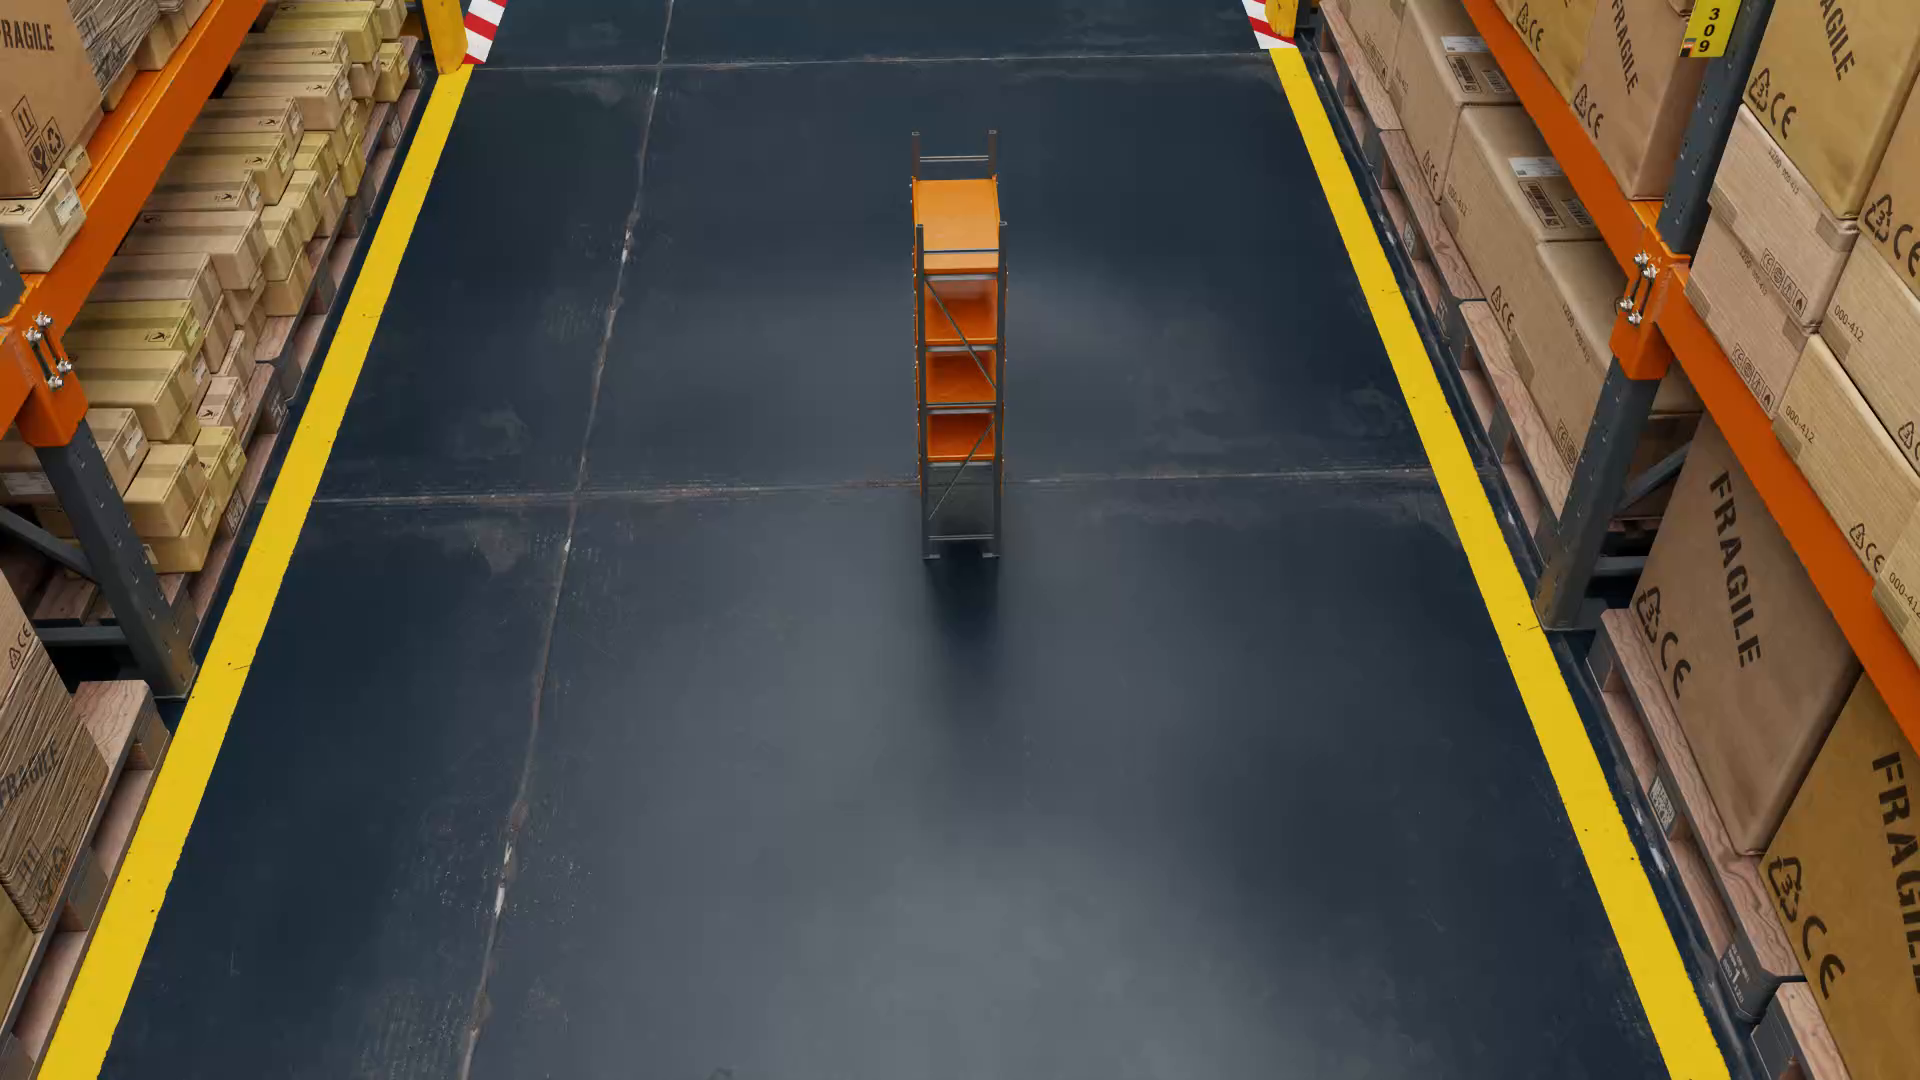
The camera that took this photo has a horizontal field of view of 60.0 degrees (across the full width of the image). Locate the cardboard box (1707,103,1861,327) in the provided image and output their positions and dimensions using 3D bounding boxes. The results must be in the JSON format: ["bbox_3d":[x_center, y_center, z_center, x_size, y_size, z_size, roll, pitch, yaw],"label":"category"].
[{"bbox_3d":[1.969,-0.708,3.543,0.500,0.250,0.500,-3,43,-3],"label":"cardboard box"}]

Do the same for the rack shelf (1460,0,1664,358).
[{"bbox_3d":[2.147,-1.969,5.711,1.077,0.370,4.000,-2,43,-2],"label":"rack shelf"}]

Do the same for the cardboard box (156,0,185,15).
[{"bbox_3d":[-2.492,-1.837,4.740,0.500,0.500,0.500,-2,43,-3],"label":"cardboard box"}]

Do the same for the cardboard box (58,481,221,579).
[{"bbox_3d":[-2.404,-0.033,4.865,0.380,0.149,0.250,-3,43,-4],"label":"cardboard box"}]

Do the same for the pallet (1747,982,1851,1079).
[{"bbox_3d":[2.395,1.488,3.470,1.003,0.211,1.213,-2,43,-2],"label":"pallet"}]

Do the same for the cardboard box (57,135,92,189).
[{"bbox_3d":[-2.480,-0.954,4.257,0.380,0.149,0.250,0,43,-1],"label":"cardboard box"}]

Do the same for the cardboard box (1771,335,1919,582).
[{"bbox_3d":[2.010,-0.175,3.332,0.500,0.250,0.500,-3,43,-3],"label":"cardboard box"}]

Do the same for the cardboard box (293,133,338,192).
[{"bbox_3d":[-2.521,-1.366,6.099,0.380,0.149,0.250,0,43,0],"label":"cardboard box"}]

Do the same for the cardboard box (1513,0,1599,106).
[{"bbox_3d":[1.929,-1.574,4.673,0.500,0.500,0.500,-3,43,-3],"label":"cardboard box"}]

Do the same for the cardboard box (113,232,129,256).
[{"bbox_3d":[-3.028,-0.979,5.677,0.380,0.149,0.250,-4,43,-4],"label":"cardboard box"}]

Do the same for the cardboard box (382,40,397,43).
[{"bbox_3d":[-2.649,-2.129,7.151,0.380,0.149,0.250,-1,43,-1],"label":"cardboard box"}]

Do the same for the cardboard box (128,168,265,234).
[{"bbox_3d":[-2.587,-1.124,5.615,0.380,0.149,0.250,-3,43,-4],"label":"cardboard box"}]

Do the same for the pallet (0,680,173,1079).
[{"bbox_3d":[-2.675,0.880,4.134,1.003,0.211,1.213,-2,43,-2],"label":"pallet"}]

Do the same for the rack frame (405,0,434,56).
[{"bbox_3d":[-2.879,-3.374,6.711,1.000,3.000,0.127,-2,43,-2],"label":"rack frame"}]

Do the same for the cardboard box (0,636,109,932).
[{"bbox_3d":[-2.426,0.585,3.931,0.500,0.500,0.500,-2,43,-3],"label":"cardboard box"}]

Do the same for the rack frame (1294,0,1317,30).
[{"bbox_3d":[2.062,-3.584,6.941,1.000,3.000,0.127,-2,43,-2],"label":"rack frame"}]

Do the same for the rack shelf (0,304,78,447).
[{"bbox_3d":[-2.625,0.942,2.535,1.077,0.370,4.000,-2,43,-2],"label":"rack shelf"}]

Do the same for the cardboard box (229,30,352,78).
[{"bbox_3d":[-2.565,-1.828,6.383,0.380,0.149,0.250,-3,43,-4],"label":"cardboard box"}]

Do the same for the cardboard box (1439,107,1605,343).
[{"bbox_3d":[2.274,-1.126,5.843,0.875,0.438,0.875,-3,43,-3],"label":"cardboard box"}]

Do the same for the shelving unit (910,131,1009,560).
[{"bbox_3d":[-0.007,-0.554,4.966,0.258,1.200,0.503,-2,43,-2],"label":"shelving unit"}]

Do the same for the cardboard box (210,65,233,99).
[{"bbox_3d":[-3.060,-1.877,6.657,0.380,0.149,0.250,-1,43,-1],"label":"cardboard box"}]

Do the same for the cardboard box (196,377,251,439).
[{"bbox_3d":[-2.478,-0.379,5.242,0.380,0.149,0.250,-2,43,-2],"label":"cardboard box"}]

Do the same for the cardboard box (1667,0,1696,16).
[{"bbox_3d":[1.936,-1.600,3.962,0.500,0.500,0.500,-2,43,-2],"label":"cardboard box"}]

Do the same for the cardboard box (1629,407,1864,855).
[{"bbox_3d":[2.338,0.161,4.116,0.875,0.875,0.875,0,43,0],"label":"cardboard box"}]

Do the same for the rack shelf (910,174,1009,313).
[{"bbox_3d":[-0.007,-0.844,4.701,0.258,0.148,0.480,-2,43,-2],"label":"rack shelf"}]

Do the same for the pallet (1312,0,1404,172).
[{"bbox_3d":[2.174,-2.019,7.296,1.003,0.211,1.213,-2,43,-2],"label":"pallet"}]

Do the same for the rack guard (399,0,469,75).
[{"bbox_3d":[-2.876,-2.401,7.500,1.175,0.500,0.348,-2,43,-2],"label":"rack guard"}]

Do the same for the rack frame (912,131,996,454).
[{"bbox_3d":[-0.017,-0.719,5.146,0.240,1.200,0.015,-2,43,-2],"label":"rack frame"}]

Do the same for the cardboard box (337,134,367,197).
[{"bbox_3d":[-2.514,-1.440,6.401,0.380,0.149,0.250,-3,43,-4],"label":"cardboard box"}]

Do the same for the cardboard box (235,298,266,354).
[{"bbox_3d":[-2.585,-0.729,5.625,0.380,0.149,0.250,-3,43,-4],"label":"cardboard box"}]

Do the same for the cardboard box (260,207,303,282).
[{"bbox_3d":[-2.496,-1.014,5.715,0.380,0.149,0.250,-2,43,-2],"label":"cardboard box"}]

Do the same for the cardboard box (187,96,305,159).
[{"bbox_3d":[-2.597,-1.467,5.990,0.380,0.149,0.250,-3,43,-3],"label":"cardboard box"}]

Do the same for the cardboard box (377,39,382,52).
[{"bbox_3d":[-2.615,-2.062,6.858,0.380,0.149,0.250,-3,43,-3],"label":"cardboard box"}]

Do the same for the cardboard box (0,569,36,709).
[{"bbox_3d":[-2.425,0.312,3.674,0.500,0.250,0.500,-3,43,-3],"label":"cardboard box"}]

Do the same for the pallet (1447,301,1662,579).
[{"bbox_3d":[2.278,-0.372,5.499,1.003,0.211,1.213,-2,43,-2],"label":"pallet"}]

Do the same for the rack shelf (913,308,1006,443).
[{"bbox_3d":[-0.007,-0.504,5.012,0.258,0.148,0.480,-2,43,-2],"label":"rack shelf"}]

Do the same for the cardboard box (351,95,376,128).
[{"bbox_3d":[-2.611,-1.777,6.768,0.380,0.149,0.250,-2,43,-2],"label":"cardboard box"}]

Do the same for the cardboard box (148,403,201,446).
[{"bbox_3d":[-2.506,-0.309,4.947,0.380,0.149,0.250,-1,43,-1],"label":"cardboard box"}]

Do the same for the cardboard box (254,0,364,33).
[{"bbox_3d":[-2.650,-2.176,6.763,0.380,0.149,0.250,-1,43,-1],"label":"cardboard box"}]

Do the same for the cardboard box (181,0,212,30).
[{"bbox_3d":[-2.499,-1.669,5.037,0.380,0.149,0.250,0,43,0],"label":"cardboard box"}]

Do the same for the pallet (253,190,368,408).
[{"bbox_3d":[-2.828,-0.924,6.102,1.003,0.211,1.213,-2,43,-2],"label":"pallet"}]

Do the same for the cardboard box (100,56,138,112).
[{"bbox_3d":[-2.549,-1.316,4.652,0.380,0.149,0.250,-3,43,-4],"label":"cardboard box"}]

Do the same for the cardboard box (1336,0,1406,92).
[{"bbox_3d":[2.190,-2.352,7.181,0.875,0.438,0.875,-3,43,-3],"label":"cardboard box"}]

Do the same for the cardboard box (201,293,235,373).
[{"bbox_3d":[-2.561,-0.655,5.324,0.380,0.149,0.250,-4,43,-4],"label":"cardboard box"}]

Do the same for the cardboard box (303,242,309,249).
[{"bbox_3d":[-2.587,-1.082,6.010,0.380,0.149,0.250,-1,43,-1],"label":"cardboard box"}]

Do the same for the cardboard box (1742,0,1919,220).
[{"bbox_3d":[1.963,-0.984,3.290,0.500,0.500,0.500,-1,43,-1],"label":"cardboard box"}]

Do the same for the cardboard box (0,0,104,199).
[{"bbox_3d":[-2.479,-1.162,4.003,0.500,0.500,0.500,-2,43,-3],"label":"cardboard box"}]

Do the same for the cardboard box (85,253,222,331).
[{"bbox_3d":[-2.564,-0.768,5.226,0.380,0.149,0.250,-3,43,-3],"label":"cardboard box"}]

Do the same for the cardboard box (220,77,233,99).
[{"bbox_3d":[-2.639,-1.704,6.468,0.380,0.149,0.250,-2,43,-2],"label":"cardboard box"}]

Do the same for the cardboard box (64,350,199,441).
[{"bbox_3d":[-2.470,-0.423,4.850,0.380,0.149,0.250,0,43,0],"label":"cardboard box"}]

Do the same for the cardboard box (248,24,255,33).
[{"bbox_3d":[-3.065,-2.151,6.736,0.380,0.149,0.250,-1,43,-1],"label":"cardboard box"}]
